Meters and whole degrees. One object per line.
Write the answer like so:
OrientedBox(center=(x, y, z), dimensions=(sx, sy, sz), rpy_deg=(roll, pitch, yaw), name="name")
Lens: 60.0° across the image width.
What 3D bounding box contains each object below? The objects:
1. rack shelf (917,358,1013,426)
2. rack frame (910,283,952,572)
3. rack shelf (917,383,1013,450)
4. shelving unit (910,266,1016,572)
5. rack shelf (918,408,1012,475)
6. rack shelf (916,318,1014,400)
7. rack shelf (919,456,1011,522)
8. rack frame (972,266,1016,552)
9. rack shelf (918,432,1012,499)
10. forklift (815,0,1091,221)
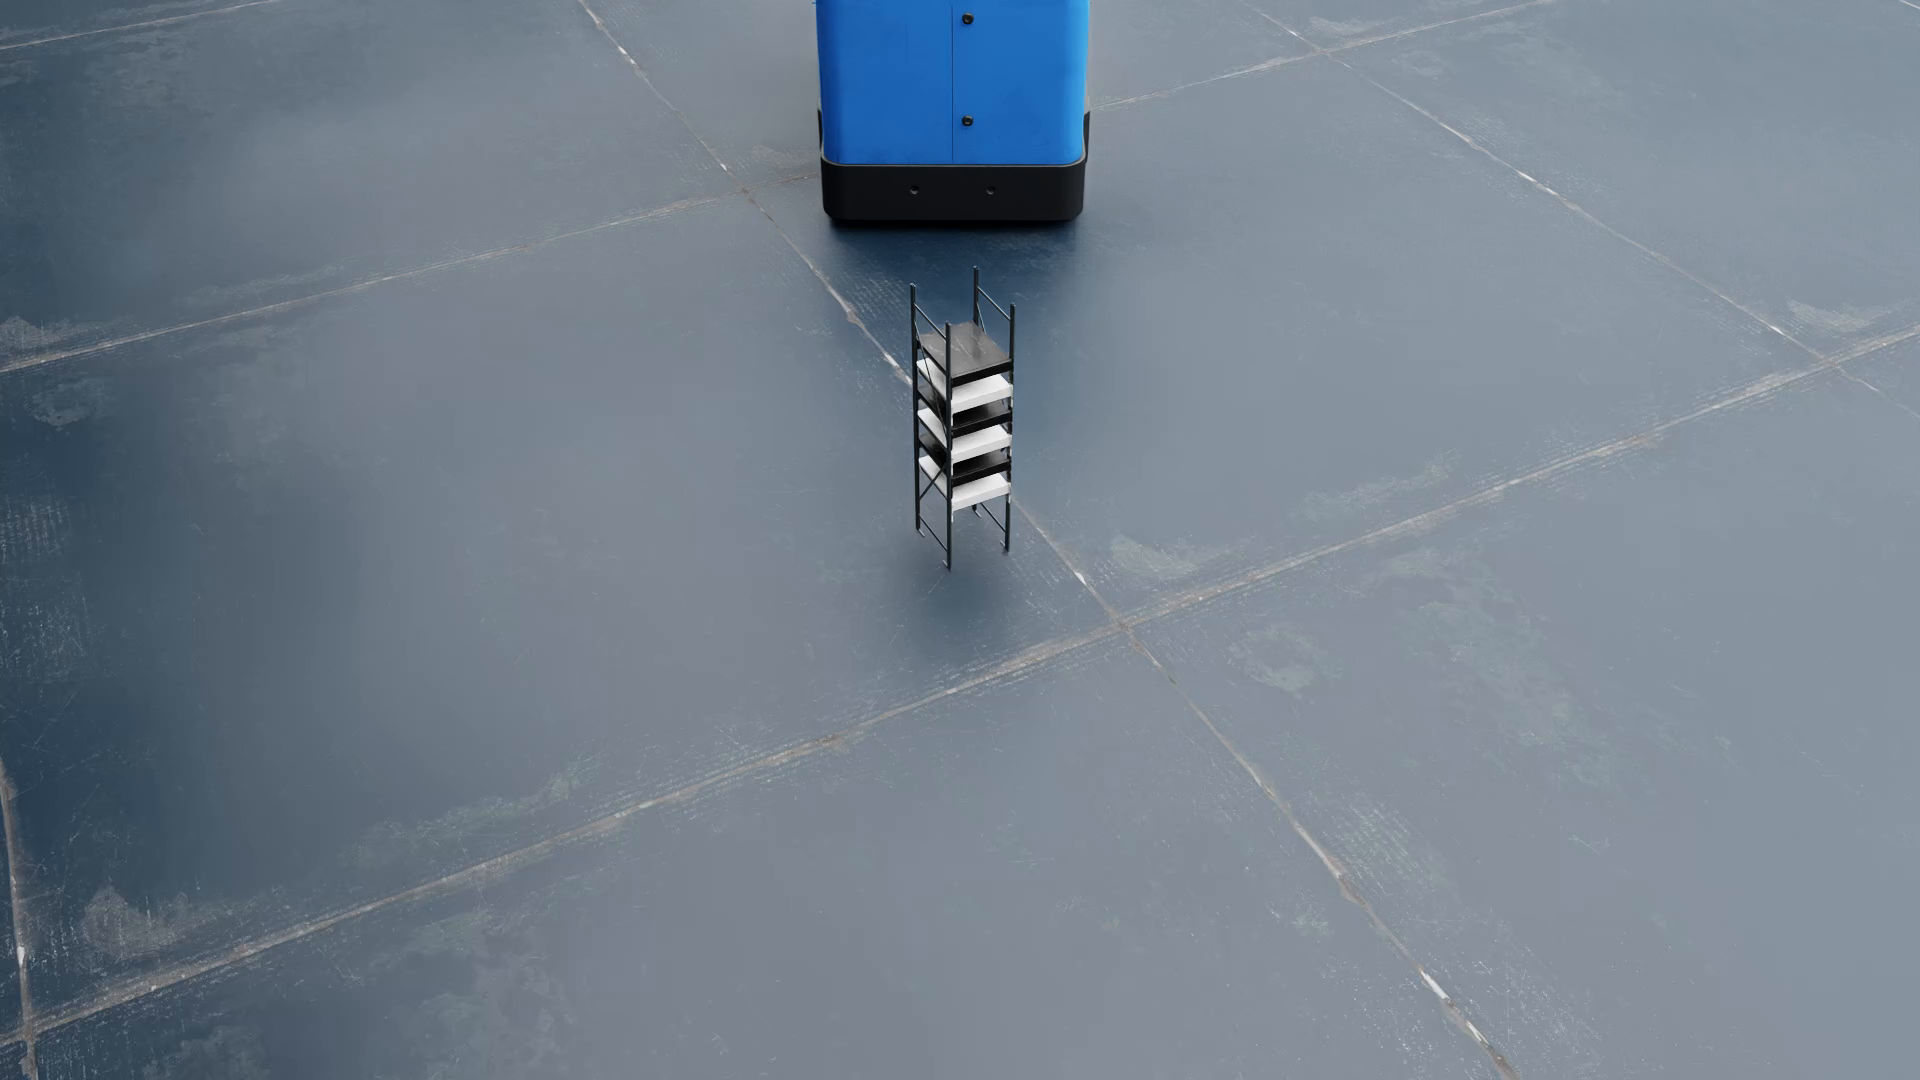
OrientedBox(center=(0.007, -0.458, 4.867), dimensions=(0.200, 0.077, 0.258), rpy_deg=(-19, 44, -21), name="rack shelf")
OrientedBox(center=(-0.083, -0.316, 4.926), dimensions=(0.006, 0.900, 0.240), rpy_deg=(-19, 44, -21), name="rack frame")
OrientedBox(center=(0.007, -0.389, 4.925), dimensions=(0.200, 0.077, 0.258), rpy_deg=(-19, 44, -21), name="rack shelf")
OrientedBox(center=(0.007, -0.346, 4.962), dimensions=(0.210, 0.900, 0.258), rpy_deg=(-19, 44, -21), name="shelving unit")
OrientedBox(center=(0.007, -0.320, 4.984), dimensions=(0.200, 0.077, 0.258), rpy_deg=(-19, 44, -21), name="rack shelf")
OrientedBox(center=(0.007, -0.527, 4.809), dimensions=(0.200, 0.077, 0.258), rpy_deg=(-19, 44, -21), name="rack shelf")
OrientedBox(center=(0.007, -0.183, 5.100), dimensions=(0.200, 0.077, 0.258), rpy_deg=(-19, 44, -21), name="rack shelf")
OrientedBox(center=(0.097, -0.376, 4.998), dimensions=(0.006, 0.900, 0.240), rpy_deg=(-19, 44, -21), name="rack frame")
OrientedBox(center=(0.007, -0.252, 5.042), dimensions=(0.200, 0.077, 0.258), rpy_deg=(-19, 44, -21), name="rack shelf")
OrientedBox(center=(-0.018, -3.319, 6.902), dimensions=(1.130, 2.935, 3.031), rpy_deg=(0, 40, 0), name="forklift")
